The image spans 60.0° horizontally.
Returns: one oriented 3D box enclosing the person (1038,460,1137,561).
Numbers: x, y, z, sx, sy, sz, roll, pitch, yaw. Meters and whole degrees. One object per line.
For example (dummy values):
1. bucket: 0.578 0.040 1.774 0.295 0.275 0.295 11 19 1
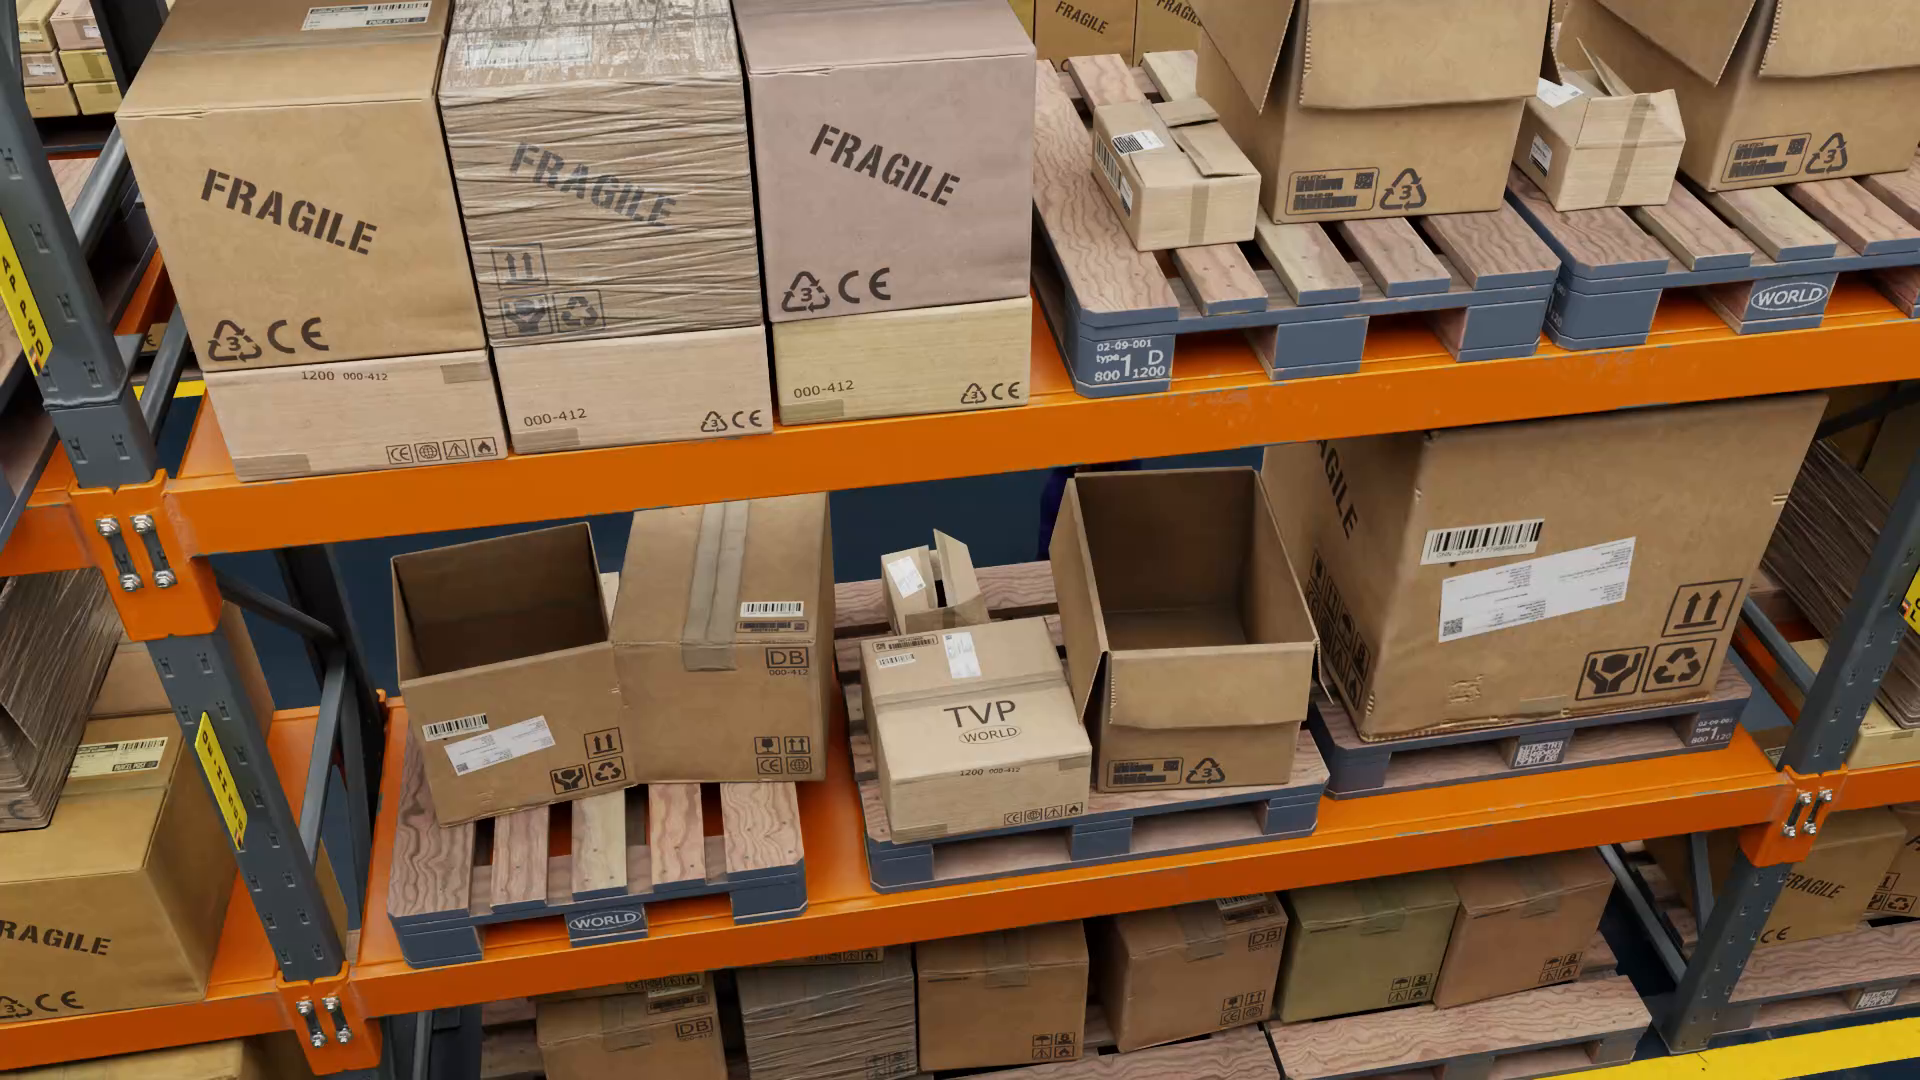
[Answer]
1. person: 0.594 -0.507 6.807 0.466 1.632 0.474 -6 39 -7
